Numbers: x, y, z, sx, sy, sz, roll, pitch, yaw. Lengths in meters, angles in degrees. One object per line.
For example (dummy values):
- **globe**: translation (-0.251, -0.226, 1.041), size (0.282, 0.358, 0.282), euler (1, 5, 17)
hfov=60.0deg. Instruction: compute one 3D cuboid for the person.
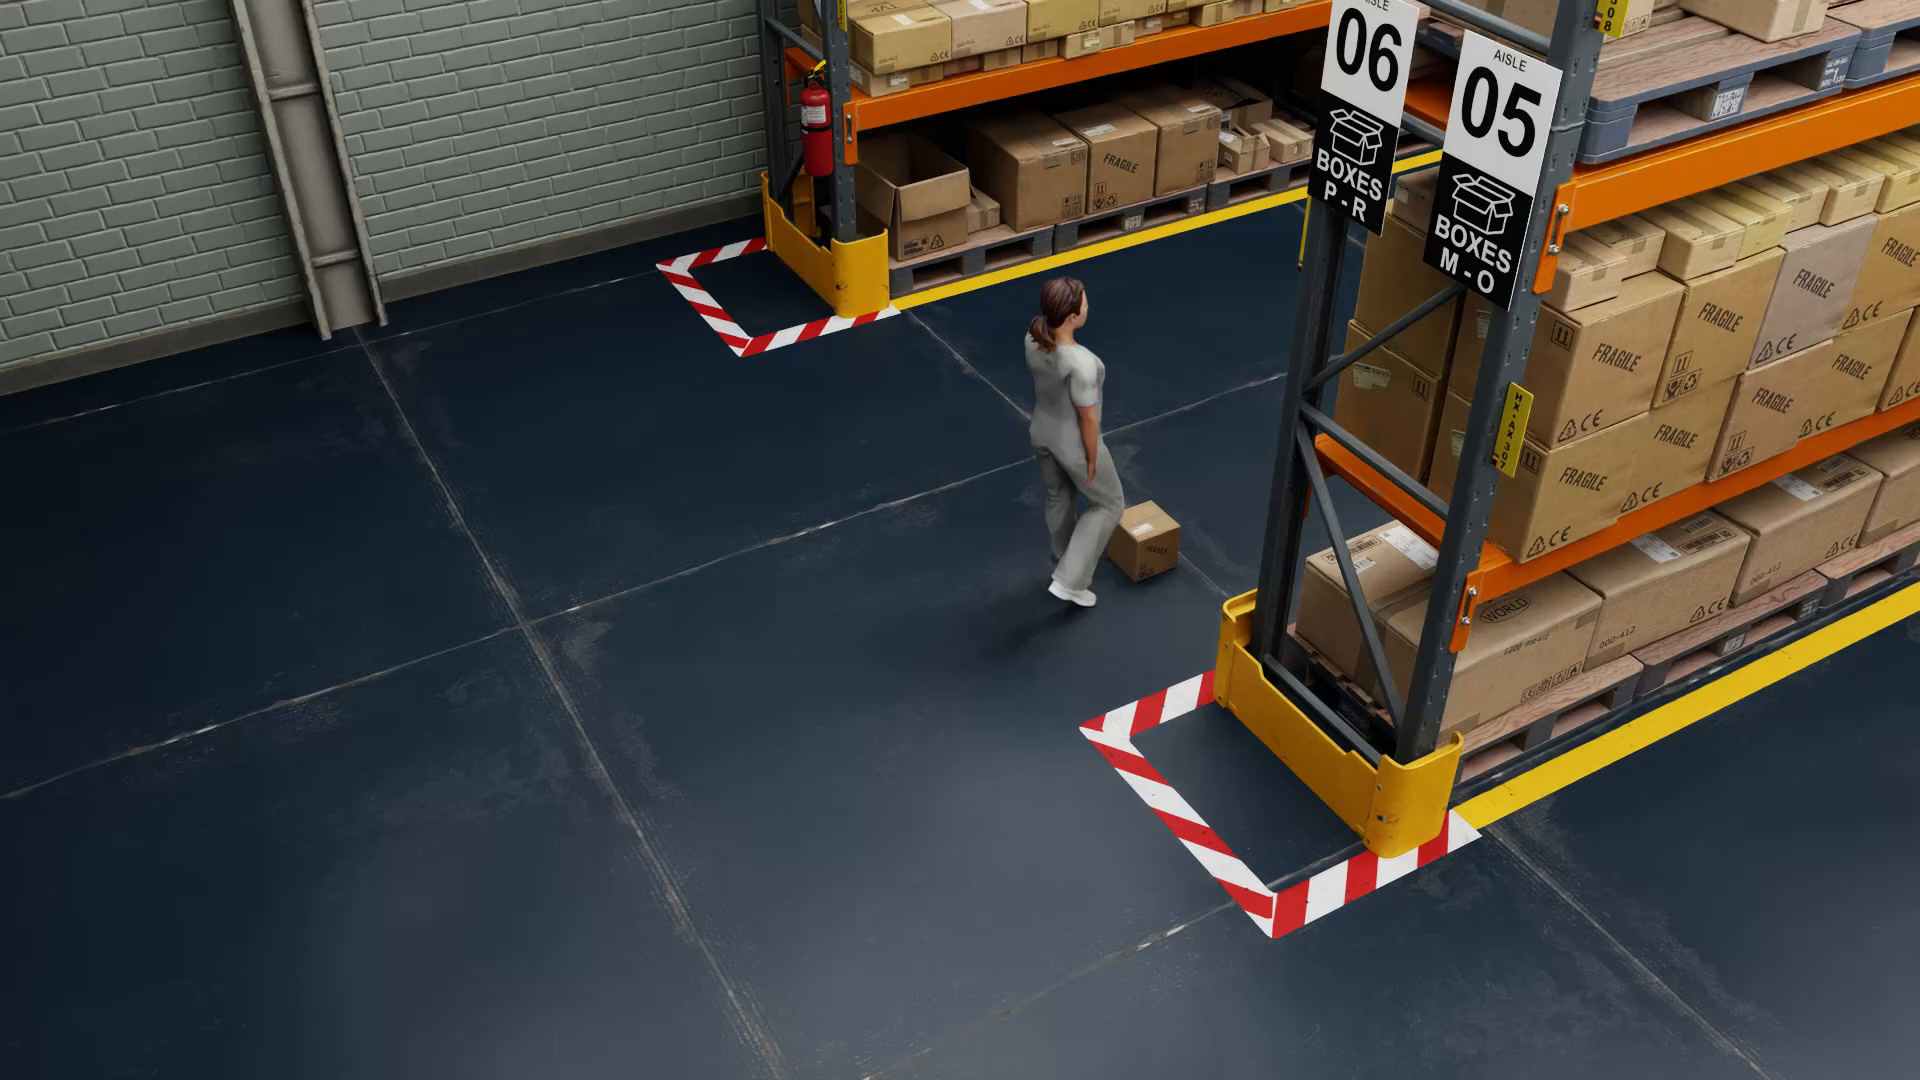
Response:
- **person**: translation (0.519, -0.452, 7.517), size (0.538, 1.684, 0.464), euler (-27, 45, -31)
